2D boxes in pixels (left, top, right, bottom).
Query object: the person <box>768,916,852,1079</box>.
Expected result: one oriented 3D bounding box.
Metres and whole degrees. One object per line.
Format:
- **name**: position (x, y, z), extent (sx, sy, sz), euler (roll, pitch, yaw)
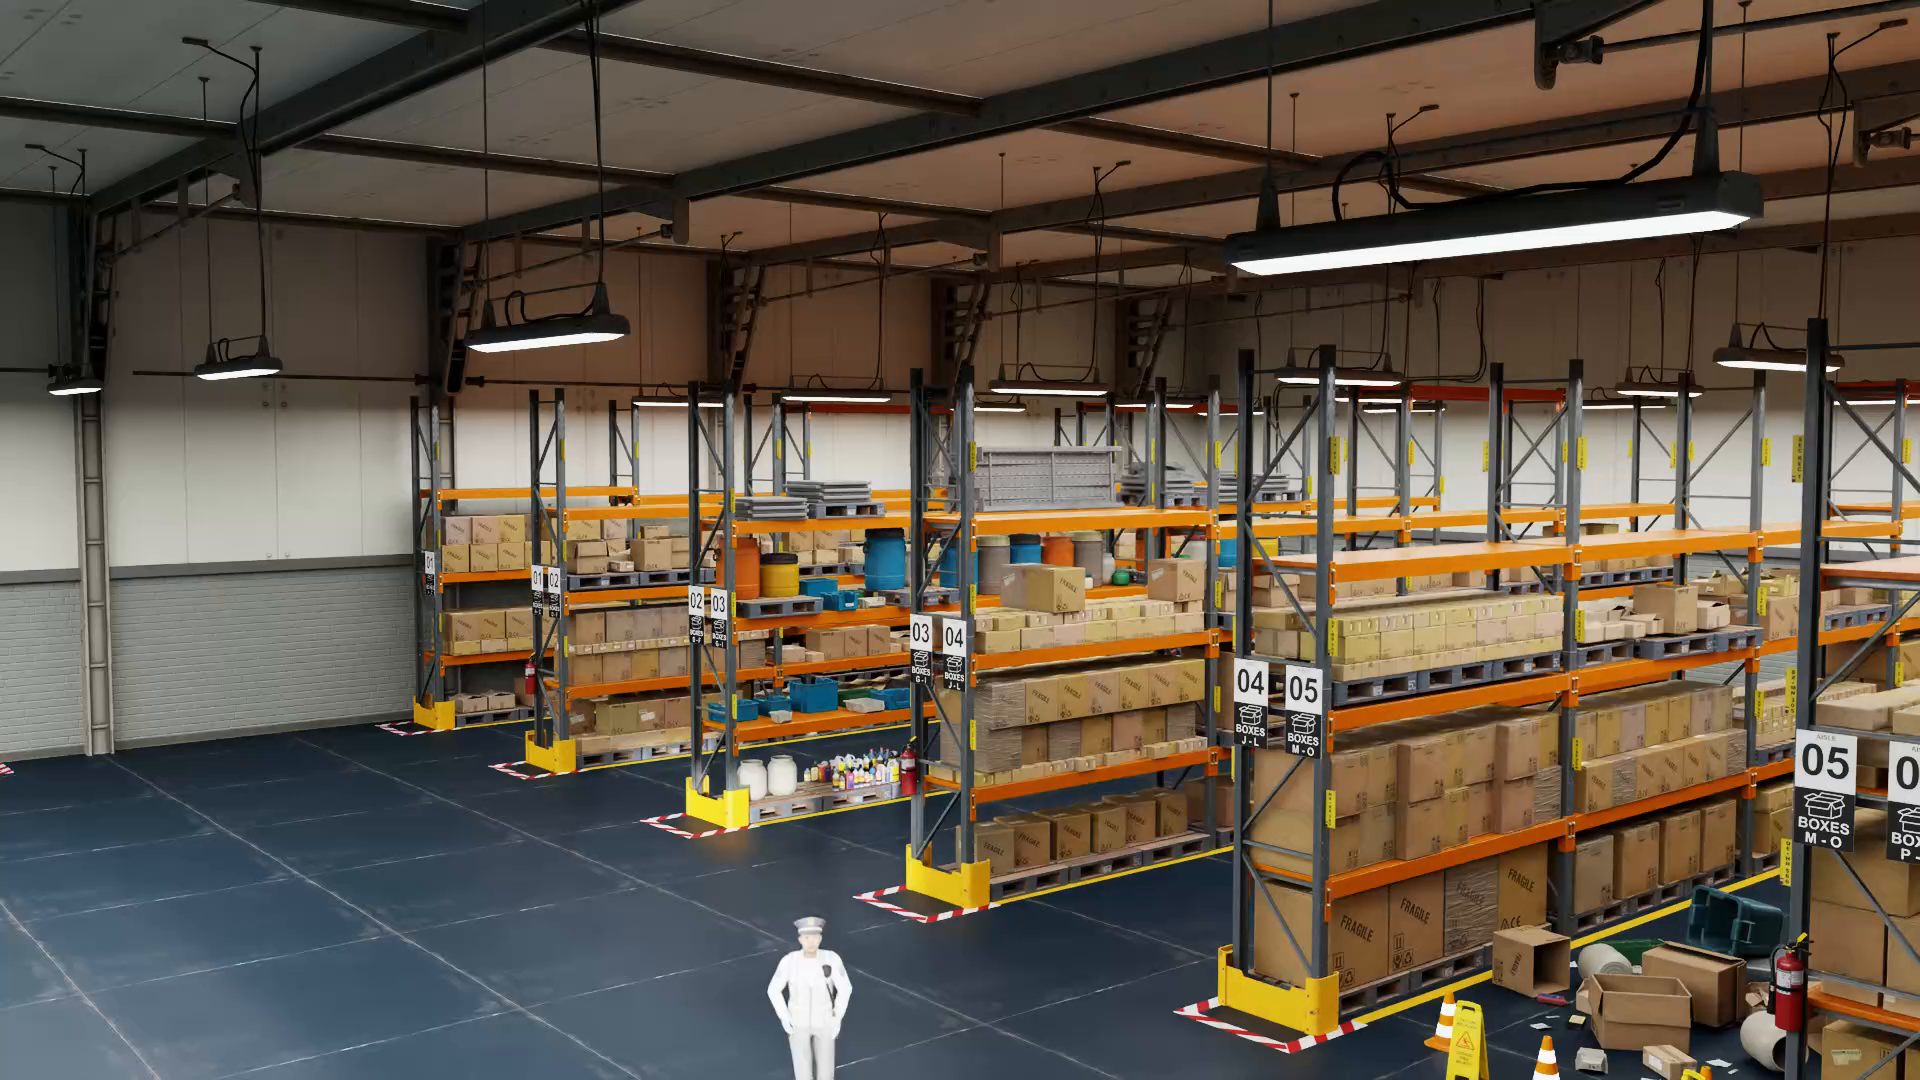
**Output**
- **person**: position (-1.119, 3.602, 12.399), extent (0.627, 1.663, 0.550), euler (0, 3, -4)
